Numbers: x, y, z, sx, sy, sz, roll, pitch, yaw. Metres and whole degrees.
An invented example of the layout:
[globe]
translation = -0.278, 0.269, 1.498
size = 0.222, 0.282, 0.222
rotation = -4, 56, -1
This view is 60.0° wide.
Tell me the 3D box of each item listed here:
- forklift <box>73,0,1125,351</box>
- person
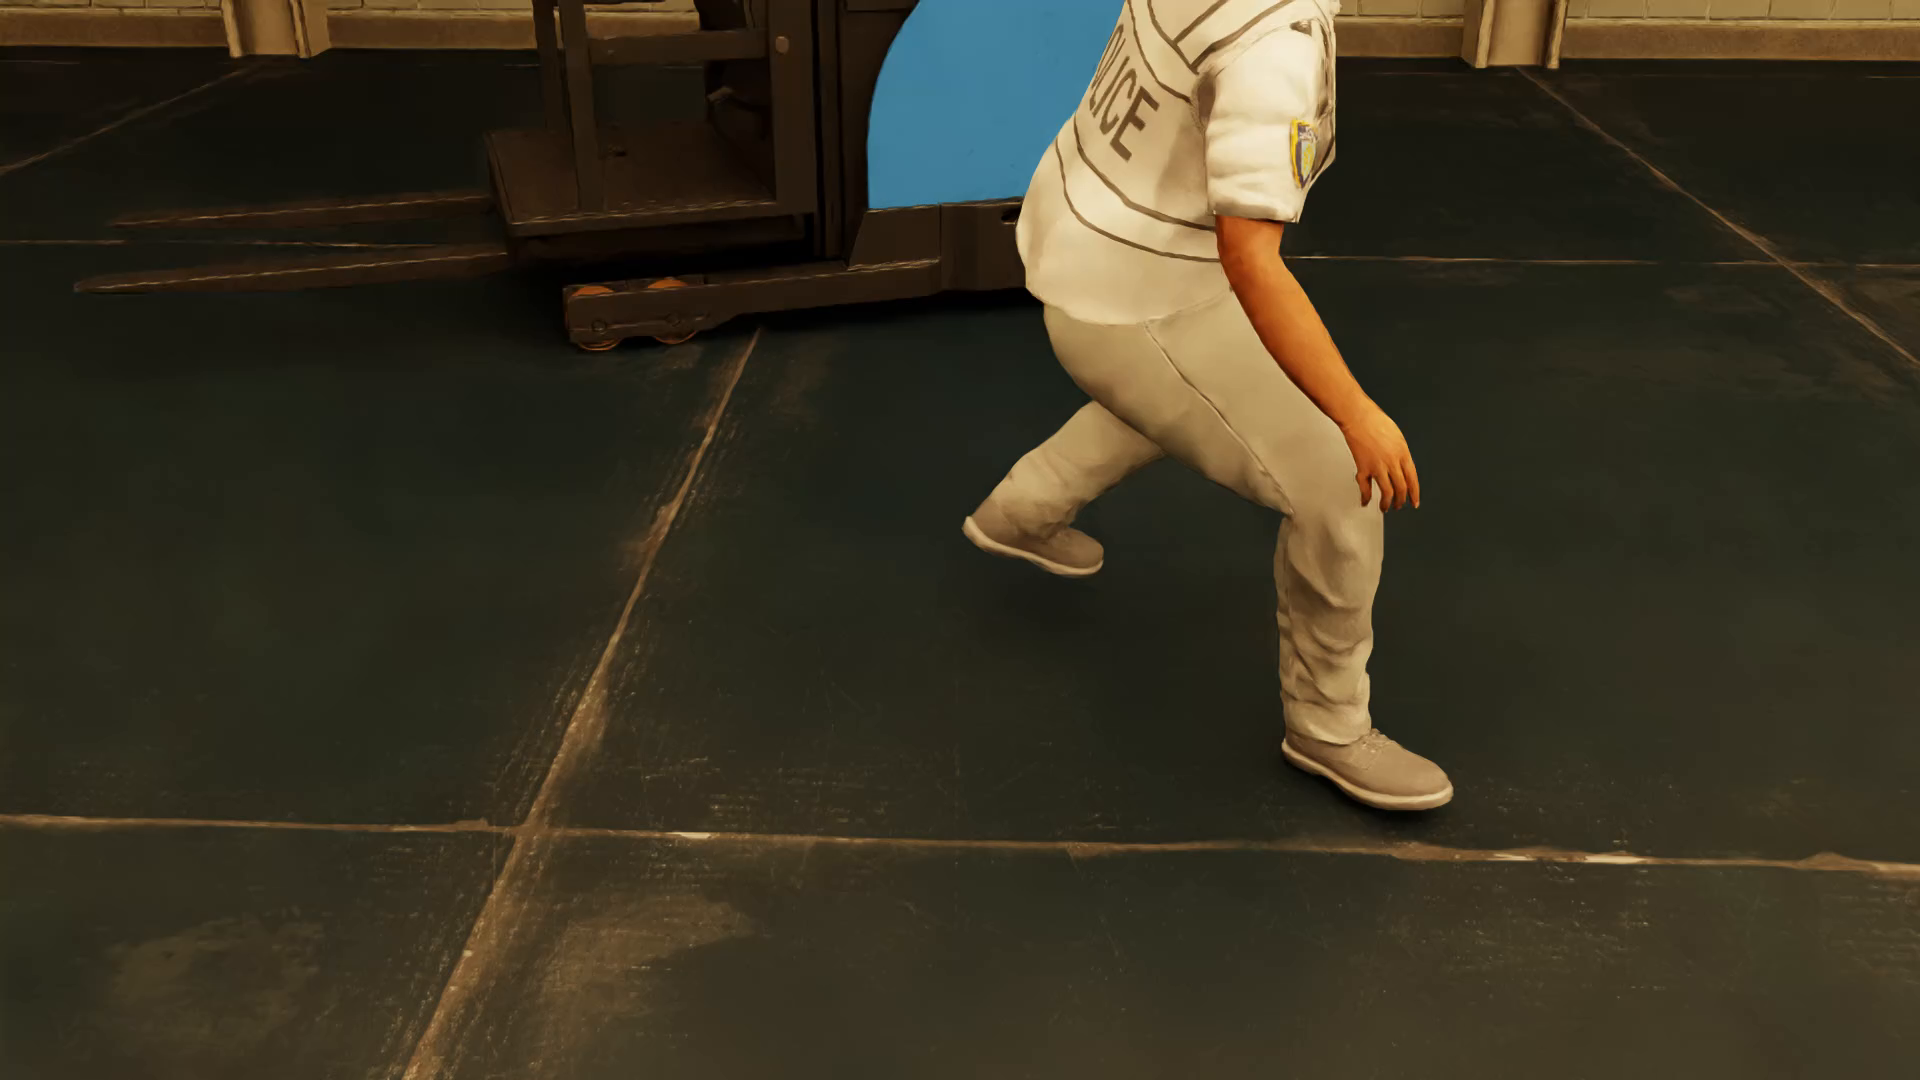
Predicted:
[forklift]
translation = -0.826, -2.067, 4.209
size = 3.031, 2.935, 1.130
rotation = -8, 27, -16
[person]
translation = 0.359, -0.418, 2.590
size = 0.703, 1.405, 1.098
rotation = -1, 26, -2
